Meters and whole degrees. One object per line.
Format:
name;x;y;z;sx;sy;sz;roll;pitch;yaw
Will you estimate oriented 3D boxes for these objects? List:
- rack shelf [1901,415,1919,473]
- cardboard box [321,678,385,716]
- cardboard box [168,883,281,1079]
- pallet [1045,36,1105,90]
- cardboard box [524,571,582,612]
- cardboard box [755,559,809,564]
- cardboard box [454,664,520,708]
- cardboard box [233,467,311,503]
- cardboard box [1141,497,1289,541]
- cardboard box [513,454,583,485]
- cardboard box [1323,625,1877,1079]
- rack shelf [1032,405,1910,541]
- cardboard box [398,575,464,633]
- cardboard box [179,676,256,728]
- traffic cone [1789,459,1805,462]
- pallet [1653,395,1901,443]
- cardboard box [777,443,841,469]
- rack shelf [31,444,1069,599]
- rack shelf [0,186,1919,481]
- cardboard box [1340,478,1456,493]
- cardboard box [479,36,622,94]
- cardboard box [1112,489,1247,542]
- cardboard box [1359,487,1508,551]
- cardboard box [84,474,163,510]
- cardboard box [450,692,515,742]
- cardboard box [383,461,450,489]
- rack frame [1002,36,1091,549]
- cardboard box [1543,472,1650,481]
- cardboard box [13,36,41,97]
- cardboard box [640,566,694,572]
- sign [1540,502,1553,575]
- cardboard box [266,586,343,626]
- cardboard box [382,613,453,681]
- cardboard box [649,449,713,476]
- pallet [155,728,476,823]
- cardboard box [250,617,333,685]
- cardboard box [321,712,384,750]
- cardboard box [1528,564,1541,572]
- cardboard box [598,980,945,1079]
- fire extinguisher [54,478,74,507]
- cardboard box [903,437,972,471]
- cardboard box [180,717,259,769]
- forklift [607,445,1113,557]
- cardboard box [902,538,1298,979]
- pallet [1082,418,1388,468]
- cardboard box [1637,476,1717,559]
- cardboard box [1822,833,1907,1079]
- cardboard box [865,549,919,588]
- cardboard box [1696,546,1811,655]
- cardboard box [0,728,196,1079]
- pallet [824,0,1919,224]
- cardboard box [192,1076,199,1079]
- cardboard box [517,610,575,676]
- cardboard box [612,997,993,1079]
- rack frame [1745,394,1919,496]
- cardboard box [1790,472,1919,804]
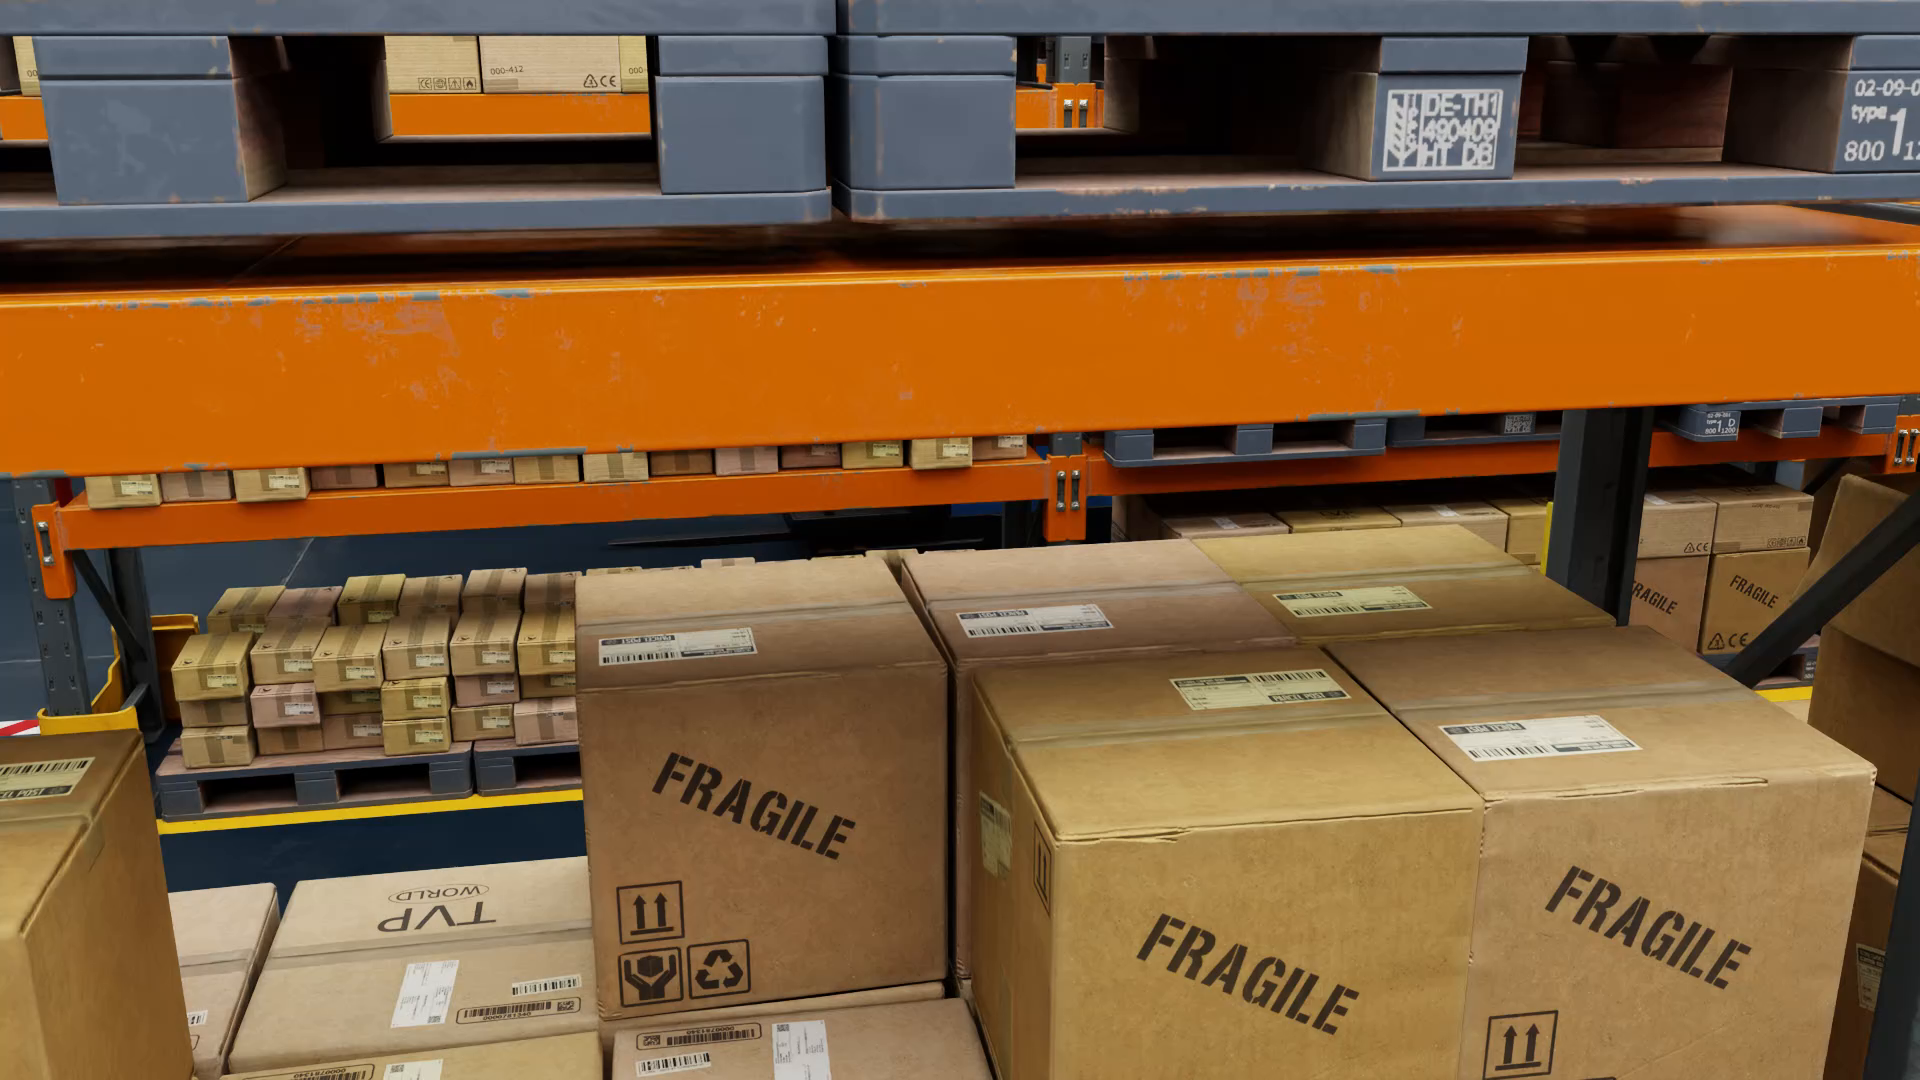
rack shelf;6.248;-0.655;8.561;4.000;0.370;1.077;-3;17;-10
cardboard box;-2.504;0.585;6.933;0.250;0.149;0.380;-3;17;-10
cardboard box;-1.305;0.763;2.467;0.500;0.250;0.500;-4;17;-12
pallet;0.984;-2.012;6.966;1.003;0.211;1.213;-3;17;-10
cardboard box;-1.811;0.275;7.435;0.250;0.149;0.380;-4;17;-12
cardboard box;-0.793;0.220;7.613;0.250;0.149;0.380;-4;17;-12
cardboard box;-1.989;0.559;7.015;0.250;0.149;0.380;-4;18;-13
cardboard box;-2.674;-0.271;6.513;0.250;0.149;0.380;-4;17;-12
cardboard box;1.133;0.006;7.448;0.500;0.250;0.500;-4;18;-13
cardboard box;-1.668;-0.347;6.760;0.250;0.149;0.380;-3;17;-8
cardboard box;0.798;0.445;2.227;0.500;0.500;0.500;-3;17;-9
rack shelf;2.321;-0.432;7.835;4.000;0.370;1.077;-3;17;-10
cardboard box;-2.344;0.289;7.390;0.250;0.149;0.380;-4;18;-13
cardboard box;-3.007;0.623;6.809;0.250;0.149;0.380;-3;17;-8
traffic cone;6.222;-0.846;12.279;0.334;0.463;0.336;-3;17;-10
pallet;3.605;-0.725;7.891;1.003;0.211;1.213;-3;17;-10
cardboard box;-0.651;-0.423;7.009;0.250;0.149;0.380;-4;17;-12
rack shelf;-1.607;-0.209;7.110;4.000;0.370;1.077;-3;17;-10
rack shelf;-0.765;-0.208;1.996;4.000;0.370;1.077;-3;17;-10
cardboard box;2.064;-0.202;8.124;0.500;0.250;0.500;-4;18;-13
cardboard box;-1.551;-1.842;6.345;0.500;0.250;0.500;-3;17;-11
cardboard box;1.041;-0.143;7.935;0.500;0.250;0.500;-4;17;-12
cardboard box;2.157;-0.051;7.636;0.500;0.250;0.500;-3;17;-8
cardboard box;-3.190;-0.245;6.430;0.250;0.149;0.380;-3;17;-11
cardboard box;-2.007;0.705;7.048;0.250;0.149;0.380;-3;17;-10
cardboard box;-2.174;-0.333;6.715;0.250;0.149;0.380;-3;17;-11
rack frame;0.357;-0.665;7.367;0.127;3.000;1.000;-3;17;-10
cardboard box;3.064;-0.255;8.298;0.500;0.250;0.500;-3;17;-11
cardboard box;-3.081;-1.755;6.065;0.500;0.250;0.500;-3;17;-8
cardboard box;-1.310;0.250;7.517;0.250;0.149;0.380;-4;18;-13
sign;1.086;0.099;3.043;0.005;0.325;0.100;-3;17;-10
cardboard box;-2.841;0.336;7.237;0.250;0.149;0.380;-3;17;-9
cardboard box;-2.244;0.440;6.898;0.250;0.149;0.380;-4;18;-13
cardboard box;-1.164;-0.388;6.894;0.250;0.149;0.380;-4;17;-11
pallet;-2.691;0.852;7.179;1.213;0.211;1.003;-3;17;-10
cardboard box;-2.743;0.455;6.850;0.250;0.149;0.380;-3;17;-9
cardboard box;-2.511;0.729;6.969;0.250;0.149;0.380;-3;17;-10
cardboard box;2.661;0.281;7.831;0.500;0.500;0.500;-4;18;-13
cardboard box;-0.309;0.708;2.648;0.500;0.250;0.500;-3;17;-9
fire extinguisher;-3.905;-0.346;7.095;0.183;0.674;0.296;-3;17;-10
cardboard box;-0.111;-0.415;6.983;0.250;0.149;0.380;-4;17;-12
cardboard box;-2.995;0.783;6.793;0.250;0.149;0.380;-3;17;-9
forklift;-0.608;-1.359;9.746;3.031;2.935;1.130;-4;18;-13
cardboard box;0.195;0.320;2.633;0.500;0.500;0.500;-3;17;-10
pallet;1.135;-0.574;7.397;1.213;0.211;1.003;-3;17;-10
cardboard box;3.169;-0.107;7.816;0.500;0.250;0.500;-3;17;-10
cardboard box;1.698;0.769;2.528;0.500;0.500;0.500;-3;17;-10
cardboard box;-0.302;0.171;7.774;0.250;0.149;0.380;-2;17;-8
cardboard box;3.688;0.219;8.033;0.500;0.500;0.500;-3;17;-11
cardboard box;-1.208;0.557;1.860;0.500;0.500;0.500;-4;17;-12
pallet;0.394;-0.578;2.127;1.213;0.211;1.003;-3;17;-10
cardboard box;-1.203;0.916;1.968;0.500;0.250;0.500;-4;17;-12
cardboard box;-1.703;0.426;6.945;0.250;0.149;0.380;-3;17;-10
cardboard box;-0.194;0.859;2.156;0.500;0.250;0.500;-3;17;-9
rack frame;4.285;-0.887;8.092;0.127;3.000;1.000;-3;17;-10
cardboard box;1.824;0.206;2.655;0.637;0.503;0.797;-4;17;-12
